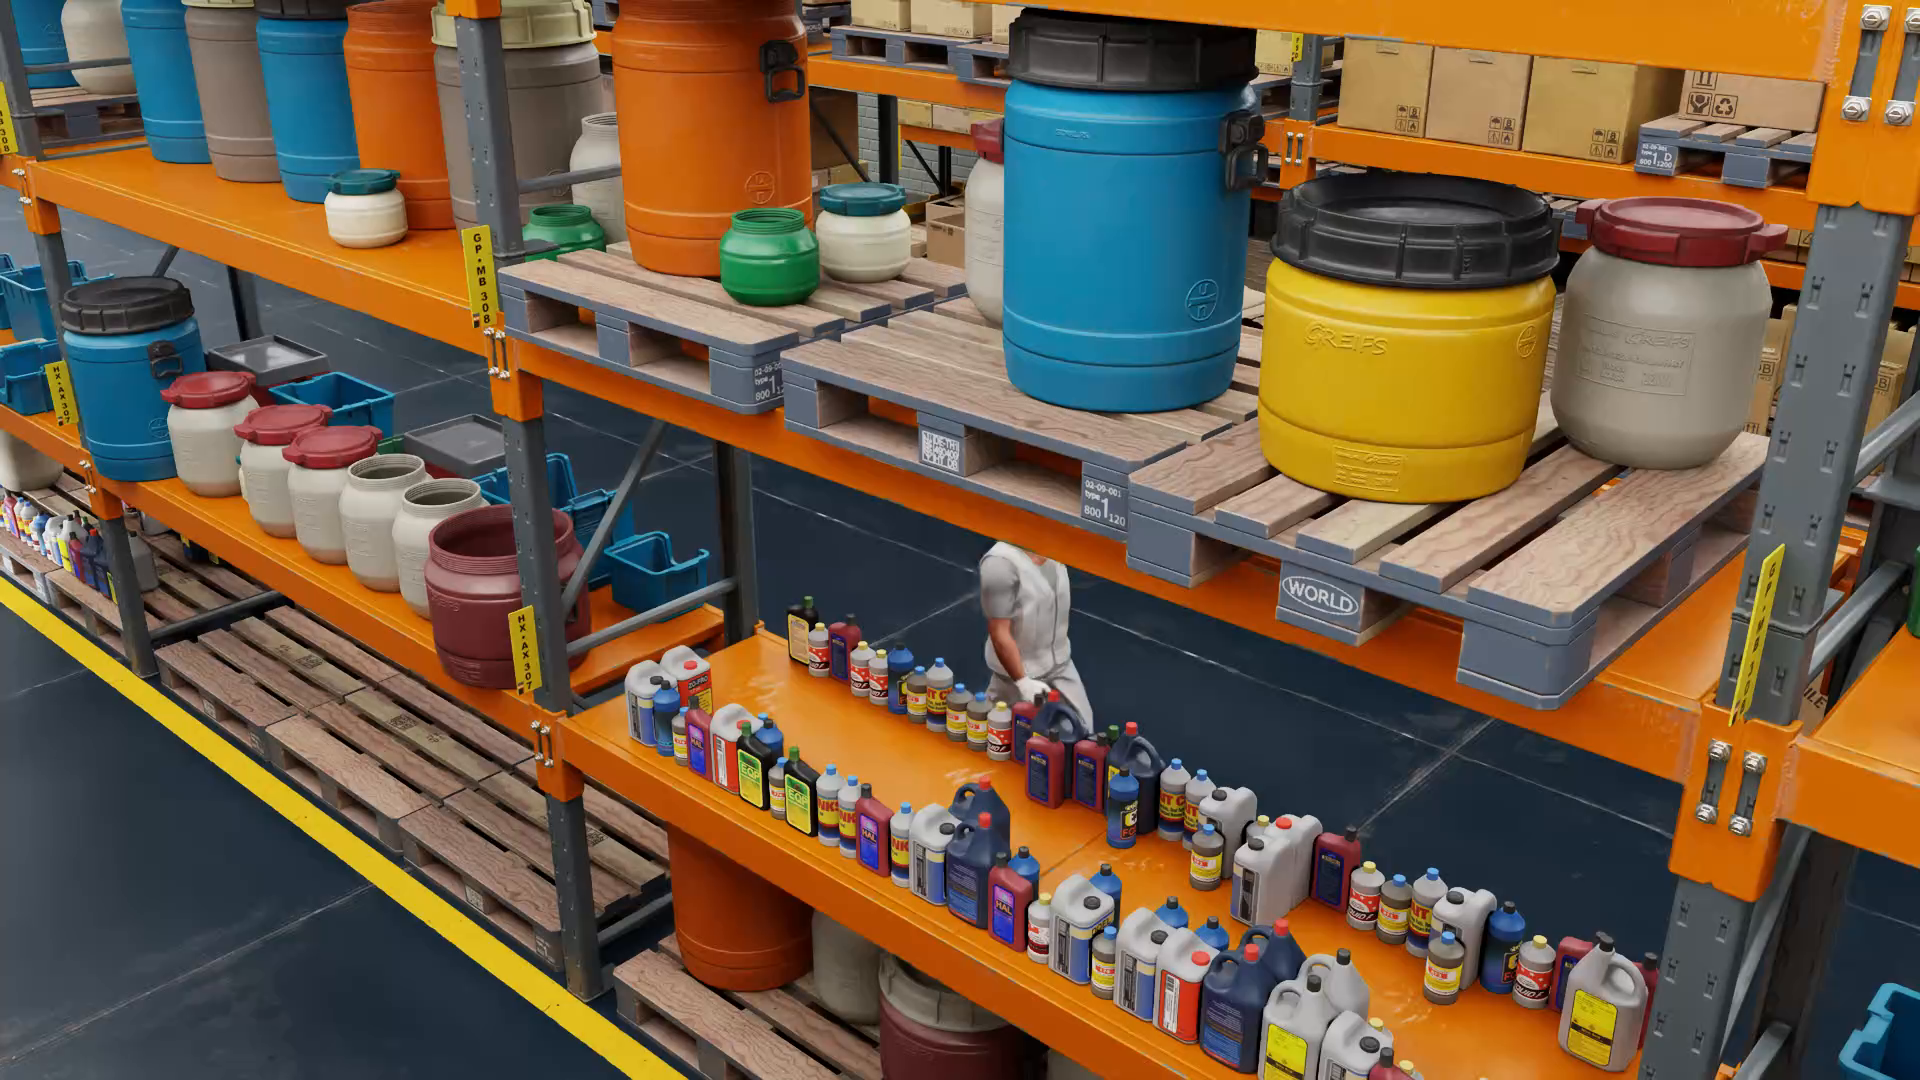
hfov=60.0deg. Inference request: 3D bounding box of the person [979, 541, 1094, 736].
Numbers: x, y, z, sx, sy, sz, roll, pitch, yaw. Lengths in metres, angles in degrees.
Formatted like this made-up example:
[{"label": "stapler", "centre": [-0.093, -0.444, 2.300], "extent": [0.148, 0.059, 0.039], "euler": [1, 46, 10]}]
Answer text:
[{"label": "person", "centre": [0.309, 0.550, 7.334], "extent": [1.066, 1.742, 0.537], "euler": [20, 31, 38]}]
